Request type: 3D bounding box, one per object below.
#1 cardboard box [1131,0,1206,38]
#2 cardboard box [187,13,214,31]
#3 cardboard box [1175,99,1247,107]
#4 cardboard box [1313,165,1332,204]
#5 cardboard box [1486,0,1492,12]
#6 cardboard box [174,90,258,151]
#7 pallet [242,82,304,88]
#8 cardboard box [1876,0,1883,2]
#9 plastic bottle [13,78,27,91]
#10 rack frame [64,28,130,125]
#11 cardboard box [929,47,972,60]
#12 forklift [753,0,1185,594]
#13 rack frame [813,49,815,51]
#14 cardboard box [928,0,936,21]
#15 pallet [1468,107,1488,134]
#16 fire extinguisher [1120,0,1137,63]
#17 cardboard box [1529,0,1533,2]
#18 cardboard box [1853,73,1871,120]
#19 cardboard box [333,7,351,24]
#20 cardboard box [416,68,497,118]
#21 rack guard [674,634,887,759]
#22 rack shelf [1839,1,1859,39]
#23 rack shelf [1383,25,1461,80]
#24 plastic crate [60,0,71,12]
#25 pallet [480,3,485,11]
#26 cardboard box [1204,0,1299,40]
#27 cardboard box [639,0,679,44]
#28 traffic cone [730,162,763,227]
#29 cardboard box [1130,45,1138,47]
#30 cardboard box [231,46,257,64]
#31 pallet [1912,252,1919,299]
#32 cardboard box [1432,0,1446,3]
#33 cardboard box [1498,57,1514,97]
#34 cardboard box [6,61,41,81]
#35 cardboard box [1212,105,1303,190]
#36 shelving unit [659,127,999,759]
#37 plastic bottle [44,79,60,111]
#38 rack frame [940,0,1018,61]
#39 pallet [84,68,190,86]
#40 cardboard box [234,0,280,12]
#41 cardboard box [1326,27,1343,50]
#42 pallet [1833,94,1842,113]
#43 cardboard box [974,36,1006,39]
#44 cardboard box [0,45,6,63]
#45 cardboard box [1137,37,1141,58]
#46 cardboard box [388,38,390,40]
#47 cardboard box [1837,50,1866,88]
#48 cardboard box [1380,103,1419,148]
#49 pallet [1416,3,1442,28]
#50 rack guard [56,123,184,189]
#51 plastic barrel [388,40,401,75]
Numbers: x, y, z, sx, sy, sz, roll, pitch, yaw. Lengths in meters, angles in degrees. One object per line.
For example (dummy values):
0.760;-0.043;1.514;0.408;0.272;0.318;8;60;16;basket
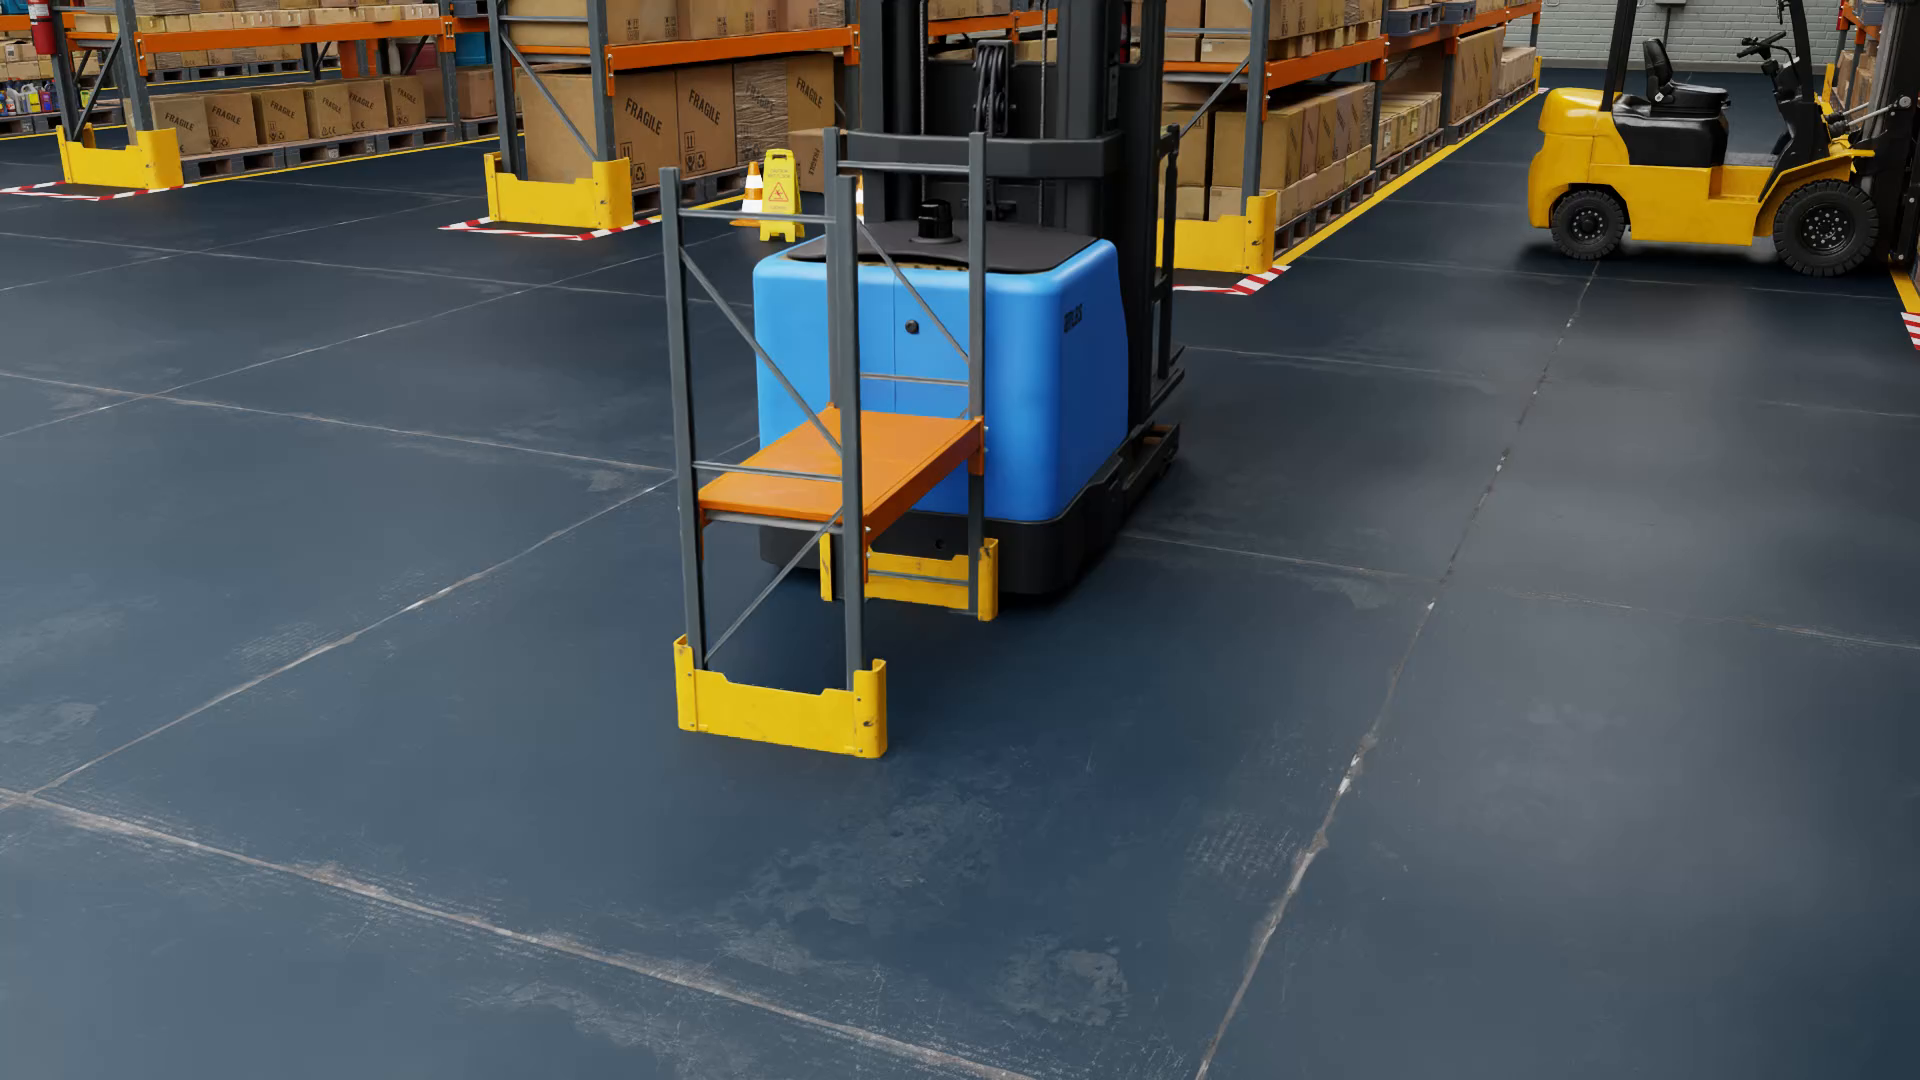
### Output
1.438;-3.638;11.129;0.500;0.500;0.500;8;21;22;cardboard box
-7.004;-4.691;15.057;0.380;0.149;0.250;9;21;23;cardboard box
1.768;-2.943;12.126;0.500;0.500;0.500;9;22;25;cardboard box
2.477;-2.682;12.509;0.500;0.250;0.500;10;22;26;cardboard box
5.994;-6.366;19.616;0.500;0.250;0.500;8;21;21;cardboard box
-7.090;-4.003;15.852;0.500;0.500;0.500;15;25;37;cardboard box
-9.169;-6.187;23.050;1.003;0.211;1.213;9;21;23;pallet
9.192;-5.346;16.271;0.380;0.149;0.250;9;21;24;cardboard box
-11.032;-5.259;19.576;0.144;0.351;0.185;9;21;23;plastic bottle
-10.455;-6.509;19.795;1.000;3.000;0.127;9;21;23;rack frame
-0.501;-5.037;18.387;1.050;0.750;0.750;9;21;24;cardboard box
0.272;-1.667;6.283;1.130;2.935;3.031;6;21;17;forklift
-2.660;-8.275;24.761;1.000;3.000;0.127;9;21;23;rack frame
-0.578;-5.596;17.078;0.500;0.500;0.500;8;21;22;cardboard box
5.635;-4.981;19.660;1.003;0.211;1.213;9;21;23;pallet
1.000;-3.239;10.715;0.296;0.674;0.183;9;21;23;fire extinguisher
7.642;-7.691;22.970;0.500;0.500;0.500;9;22;24;cardboard box
10.090;-4.822;18.156;0.500;0.500;0.500;8;21;21;cardboard box
-6.313;-5.230;16.573;0.380;0.149;0.250;9;21;23;cardboard box
-5.665;-5.044;18.749;0.700;0.500;0.500;7;21;19;cardboard box
-0.479;0.414;4.431;0.587;0.250;0.087;6;21;17;rack guard
11.730;-6.508;20.865;1.077;0.370;4.000;9;21;23;rack shelf
3.924;-4.742;15.900;1.077;0.370;4.000;9;21;23;rack shelf
-10.785;-6.337;19.405;0.767;0.338;0.504;9;21;23;plastic crate
-5.071;-6.351;19.637;1.003;0.211;1.213;9;21;23;pallet
1.914;-3.541;10.856;0.500;0.500;0.500;8;21;22;cardboard box
-2.775;-4.257;13.238;0.875;0.550;0.550;9;21;23;cardboard box
-1.578;-2.668;12.779;0.336;0.463;0.334;9;21;23;traffic cone
2.680;-7.180;24.421;0.380;0.149;0.250;8;21;20;cardboard box
-12.053;-8.172;27.544;0.500;0.500;0.500;9;21;23;cardboard box
6.272;-1.493;9.851;1.003;0.211;1.213;9;21;23;pallet
4.507;-5.303;16.151;0.380;0.149;0.250;9;21;24;cardboard box
6.736;-6.083;21.794;0.875;0.438;0.875;8;21;22;cardboard box
-13.744;-6.809;24.116;0.500;0.250;0.500;9;22;24;cardboard box
2.059;-2.719;11.494;0.500;0.500;0.500;8;21;21;cardboard box
-0.323;-0.333;4.667;0.587;1.500;1.083;6;21;17;shelving unit
-10.534;-5.173;19.335;0.144;0.351;0.185;7;21;20;plastic bottle
0.185;-6.341;19.322;1.000;3.000;0.127;9;21;23;rack frame
-12.994;-7.322;26.242;1.003;0.211;1.213;9;21;23;pallet
-6.984;-5.275;15.731;0.875;0.500;0.500;9;21;23;cardboard box
2.634;-3.743;12.391;0.380;0.149;0.250;9;21;23;cardboard box
11.691;-5.506;21.135;1.003;0.211;1.213;9;21;23;pallet
0.423;-6.115;20.672;0.500;0.250;0.500;9;21;23;cardboard box
-13.947;-6.919;23.587;0.500;0.311;0.500;9;22;24;cardboard box
1.427;-3.365;11.329;0.380;0.149;0.250;8;21;22;cardboard box
-10.932;-9.242;30.547;0.797;0.503;0.637;9;21;23;cardboard box
12.212;-6.306;22.322;0.797;0.503;0.637;8;21;21;cardboard box
3.892;-4.023;16.100;0.950;0.372;0.625;9;22;24;cardboard box
3.970;-4.991;15.814;1.003;0.211;1.213;9;21;23;pallet
-7.543;-3.452;14.930;1.175;0.500;0.348;9;21;23;rack guard
-8.482;-7.094;24.527;0.421;0.512;0.421;0;20;0;plastic barrel
